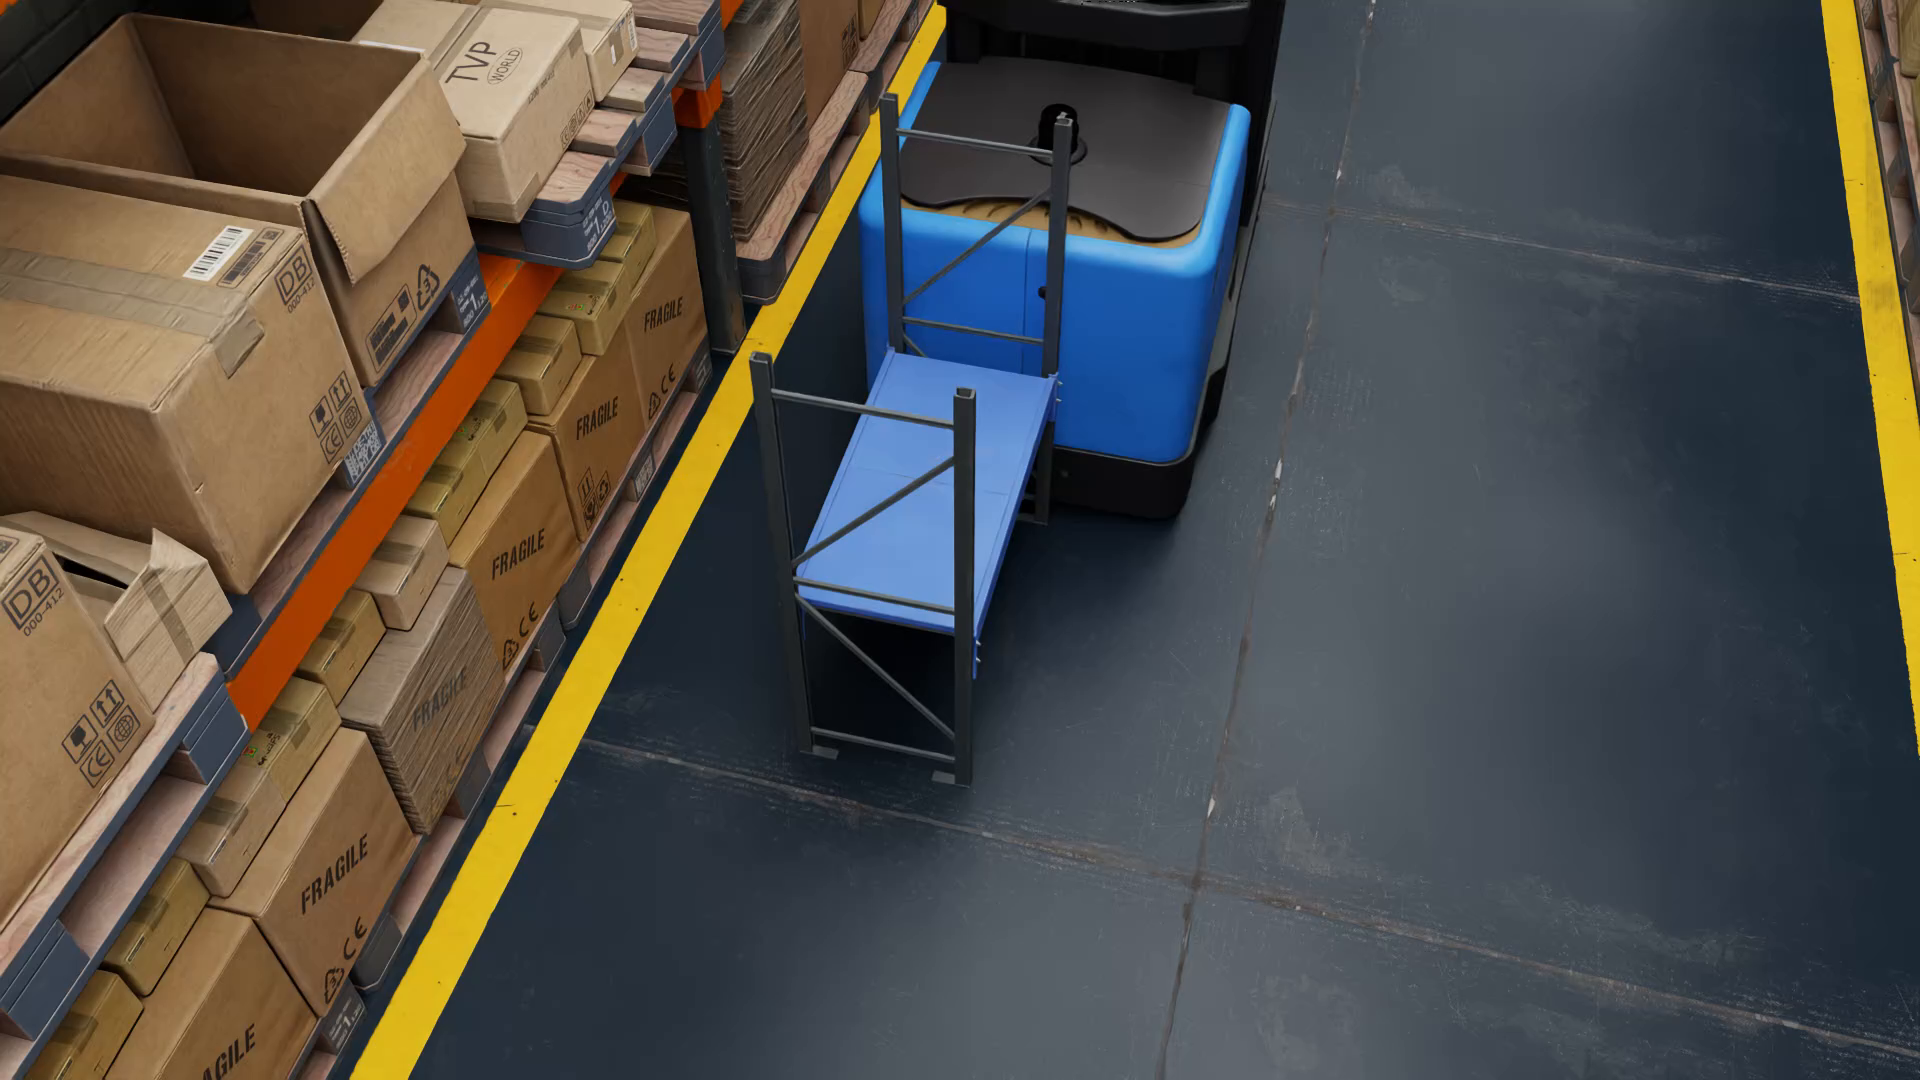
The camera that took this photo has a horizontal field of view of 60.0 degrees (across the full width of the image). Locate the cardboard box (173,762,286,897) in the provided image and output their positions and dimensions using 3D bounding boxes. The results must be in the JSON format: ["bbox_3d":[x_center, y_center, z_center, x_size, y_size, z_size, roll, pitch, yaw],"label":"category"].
[{"bbox_3d":[-1.739,0.605,3.670,0.380,0.149,0.250,11,50,10],"label":"cardboard box"}]

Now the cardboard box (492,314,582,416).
[{"bbox_3d":[-1.292,-0.511,4.655,0.380,0.149,0.250,10,49,9],"label":"cardboard box"}]

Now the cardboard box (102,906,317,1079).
[{"bbox_3d":[-1.830,1.112,3.655,0.500,0.500,0.500,11,49,10],"label":"cardboard box"}]

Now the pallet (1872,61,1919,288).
[{"bbox_3d":[4.067,-1.322,6.276,1.003,0.211,1.213,12,50,10],"label":"pallet"}]

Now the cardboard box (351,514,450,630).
[{"bbox_3d":[-1.514,0.057,4.153,0.380,0.149,0.250,9,49,8],"label":"cardboard box"}]

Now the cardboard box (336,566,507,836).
[{"bbox_3d":[-1.552,0.378,4.303,0.500,0.500,0.500,10,49,9],"label":"cardboard box"}]

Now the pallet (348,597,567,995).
[{"bbox_3d":[-1.809,0.558,4.617,1.003,0.211,1.213,12,50,10],"label":"pallet"}]

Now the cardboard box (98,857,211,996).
[{"bbox_3d":[-1.841,0.778,3.517,0.380,0.149,0.250,11,49,9],"label":"cardboard box"}]

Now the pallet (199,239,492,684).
[{"bbox_3d":[-1.760,-0.306,3.647,1.003,0.211,1.213,12,50,10],"label":"pallet"}]

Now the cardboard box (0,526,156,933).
[{"bbox_3d":[-1.826,0.264,2.670,0.700,0.500,0.500,12,50,10],"label":"cardboard box"}]

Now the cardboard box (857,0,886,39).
[{"bbox_3d":[-0.734,-2.540,6.795,0.875,0.625,0.625,10,49,8],"label":"cardboard box"}]

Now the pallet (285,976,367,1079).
[{"bbox_3d":[-2.128,1.443,3.835,1.003,0.211,1.213,12,50,10],"label":"pallet"}]

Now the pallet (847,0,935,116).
[{"bbox_3d":[-0.675,-2.322,7.158,1.003,0.211,1.213,12,50,10],"label":"pallet"}]

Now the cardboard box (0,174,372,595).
[{"bbox_3d":[-1.620,-0.304,3.171,0.700,0.500,0.500,11,50,10],"label":"cardboard box"}]

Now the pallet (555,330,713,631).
[{"bbox_3d":[-1.486,-0.322,5.393,1.003,0.211,1.213,12,50,10],"label":"pallet"}]

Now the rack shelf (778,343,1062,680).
[{"bbox_3d":[-0.086,-0.109,4.586,0.538,0.185,1.000,11,49,9],"label":"rack shelf"}]

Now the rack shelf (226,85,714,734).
[{"bbox_3d":[-1.779,-0.092,3.811,1.077,0.370,4.000,12,50,10],"label":"rack shelf"}]

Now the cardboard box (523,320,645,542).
[{"bbox_3d":[-1.298,-0.381,4.972,0.500,0.500,0.500,11,49,9],"label":"cardboard box"}]

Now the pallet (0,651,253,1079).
[{"bbox_3d":[-1.990,0.623,2.827,1.003,0.211,1.213,12,50,10],"label":"pallet"}]

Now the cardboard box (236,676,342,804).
[{"bbox_3d":[-1.671,0.426,3.828,0.380,0.149,0.250,13,50,11],"label":"cardboard box"}]

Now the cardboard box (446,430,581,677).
[{"bbox_3d":[-1.434,-0.001,4.638,0.500,0.500,0.500,14,50,12],"label":"cardboard box"}]

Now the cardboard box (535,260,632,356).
[{"bbox_3d":[-1.180,-0.693,4.815,0.380,0.149,0.250,9,49,8],"label":"cardboard box"}]

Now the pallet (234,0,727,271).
[{"bbox_3d":[-1.363,-1.209,4.445,1.213,0.211,1.003,12,50,10],"label":"pallet"}]

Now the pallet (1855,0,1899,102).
[{"bbox_3d":[4.386,-2.207,7.057,1.003,0.211,1.213,12,50,10],"label":"pallet"}]

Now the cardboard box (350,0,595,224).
[{"bbox_3d":[-1.218,-1.039,3.987,0.500,0.250,0.500,9,49,8],"label":"cardboard box"}]

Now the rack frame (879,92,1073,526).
[{"bbox_3d":[0.038,-0.597,4.777,0.500,1.500,0.032,11,49,9],"label":"rack frame"}]

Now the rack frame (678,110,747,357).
[{"bbox_3d":[-1.253,-1.777,4.818,1.000,3.000,0.127,12,50,10],"label":"rack frame"}]

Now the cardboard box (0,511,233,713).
[{"bbox_3d":[-1.570,0.093,2.977,0.396,0.266,0.258,14,50,12],"label":"cardboard box"}]

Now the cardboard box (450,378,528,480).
[{"bbox_3d":[-1.405,-0.329,4.494,0.380,0.149,0.250,13,50,11],"label":"cardboard box"}]

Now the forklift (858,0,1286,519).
[{"bbox_3d":[0.553,-2.168,5.209,1.130,2.935,3.031,11,49,9],"label":"forklift"}]

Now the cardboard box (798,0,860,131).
[{"bbox_3d":[-0.911,-2.053,6.365,0.875,0.625,0.625,13,50,11],"label":"cardboard box"}]

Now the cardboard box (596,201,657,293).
[{"bbox_3d":[-1.138,-0.896,4.995,0.380,0.149,0.250,9,49,8],"label":"cardboard box"}]

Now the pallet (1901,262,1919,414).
[{"bbox_3d":[3.744,-0.442,5.500,1.003,0.211,1.213,12,50,10],"label":"pallet"}]

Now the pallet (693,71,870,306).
[{"bbox_3d":[-0.998,-1.442,6.382,1.003,0.211,1.213,12,50,10],"label":"pallet"}]

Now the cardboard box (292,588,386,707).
[{"bbox_3d":[-1.628,0.225,4.005,0.380,0.149,0.250,12,50,10],"label":"cardboard box"}]

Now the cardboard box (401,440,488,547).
[{"bbox_3d":[-1.471,-0.148,4.335,0.380,0.149,0.250,11,49,9],"label":"cardboard box"}]

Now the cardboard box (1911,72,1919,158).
[{"bbox_3d":[4.087,-1.559,6.098,0.950,0.372,0.625,13,50,11],"label":"cardboard box"}]

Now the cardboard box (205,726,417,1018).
[{"bbox_3d":[-1.695,0.752,3.973,0.500,0.500,0.500,10,49,9],"label":"cardboard box"}]

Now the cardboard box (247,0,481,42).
[{"bbox_3d":[-1.539,-1.608,4.321,0.500,0.500,0.500,14,50,12],"label":"cardboard box"}]

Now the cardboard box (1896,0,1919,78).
[{"bbox_3d":[4.268,-2.062,6.542,0.950,0.372,0.625,14,50,12],"label":"cardboard box"}]

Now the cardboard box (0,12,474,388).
[{"bbox_3d":[-1.504,-0.733,3.547,0.797,0.503,0.637,11,49,9],"label":"cardboard box"}]

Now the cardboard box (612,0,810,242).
[{"bbox_3d":[-1.075,-1.579,5.946,0.875,0.625,0.625,13,50,11],"label":"cardboard box"}]

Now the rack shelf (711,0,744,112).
[{"bbox_3d":[-0.726,-2.986,6.364,1.077,0.370,4.000,12,50,10],"label":"rack shelf"}]

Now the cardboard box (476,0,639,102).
[{"bbox_3d":[-1.055,-1.282,4.268,0.380,0.149,0.250,12,50,11],"label":"cardboard box"}]

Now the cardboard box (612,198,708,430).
[{"bbox_3d":[-1.157,-0.740,5.290,0.500,0.500,0.500,13,50,11],"label":"cardboard box"}]

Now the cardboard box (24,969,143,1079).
[{"bbox_3d":[-1.900,0.979,3.339,0.380,0.149,0.250,9,49,8],"label":"cardboard box"}]

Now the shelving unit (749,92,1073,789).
[{"bbox_3d":[-0.086,-0.228,4.451,0.538,1.500,1.048,11,49,9],"label":"shelving unit"}]

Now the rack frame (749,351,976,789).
[{"bbox_3d":[-0.211,0.142,4.125,0.500,1.500,0.032,11,49,9],"label":"rack frame"}]
